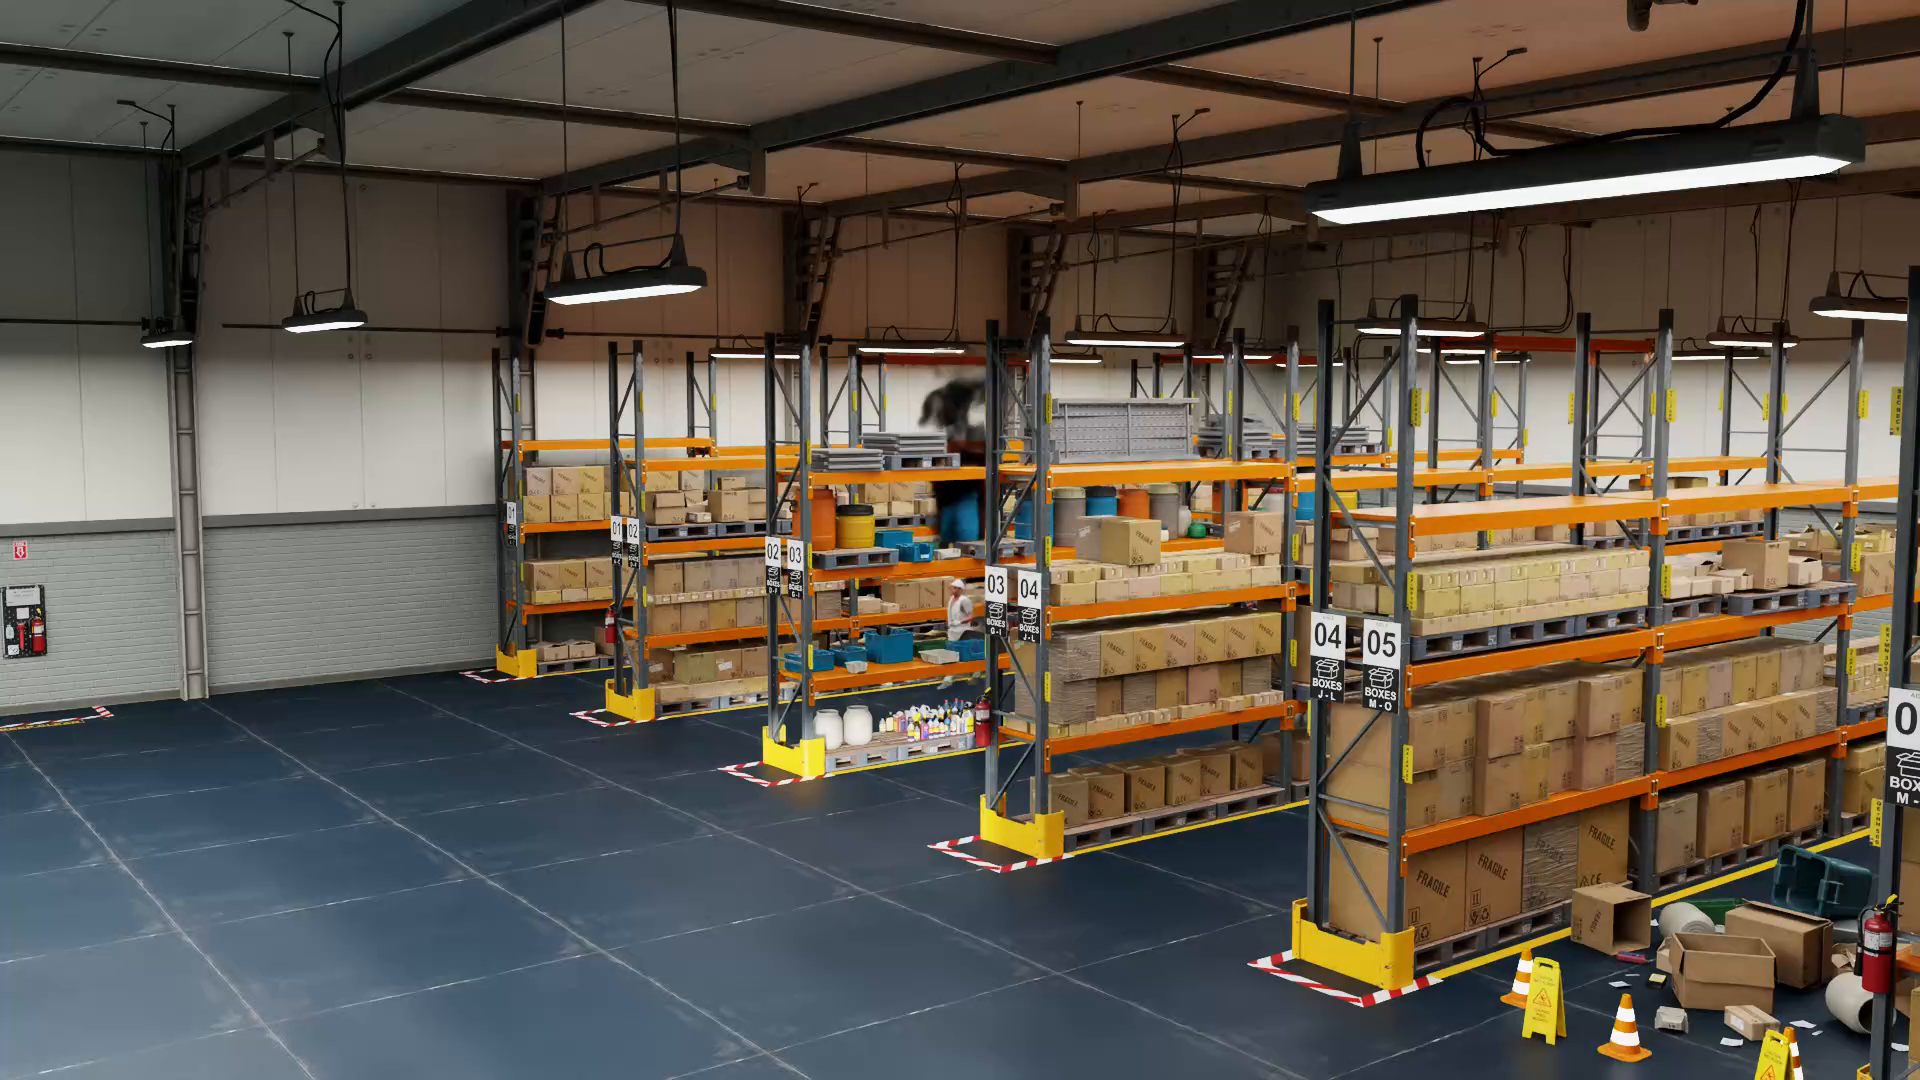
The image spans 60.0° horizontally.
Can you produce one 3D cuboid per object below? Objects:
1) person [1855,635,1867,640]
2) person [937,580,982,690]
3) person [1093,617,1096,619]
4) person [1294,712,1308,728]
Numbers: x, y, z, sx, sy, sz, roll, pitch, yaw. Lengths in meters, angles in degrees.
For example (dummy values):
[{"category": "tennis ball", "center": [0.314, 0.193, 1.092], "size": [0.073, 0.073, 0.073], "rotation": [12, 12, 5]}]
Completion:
[{"category": "person", "center": [13.339, 2.184, 24.541], "size": [0.823, 1.608, 0.600], "rotation": [-4, 7, -39]}, {"category": "person", "center": [-0.003, 1.560, 27.604], "size": [0.886, 1.819, 0.658], "rotation": [-5, 7, -42]}, {"category": "person", "center": [2.511, 1.762, 29.628], "size": [0.506, 1.586, 0.656], "rotation": [4, 6, 39]}, {"category": "person", "center": [5.057, 2.223, 24.109], "size": [0.587, 1.649, 0.573], "rotation": [-5, 7, -42]}]
